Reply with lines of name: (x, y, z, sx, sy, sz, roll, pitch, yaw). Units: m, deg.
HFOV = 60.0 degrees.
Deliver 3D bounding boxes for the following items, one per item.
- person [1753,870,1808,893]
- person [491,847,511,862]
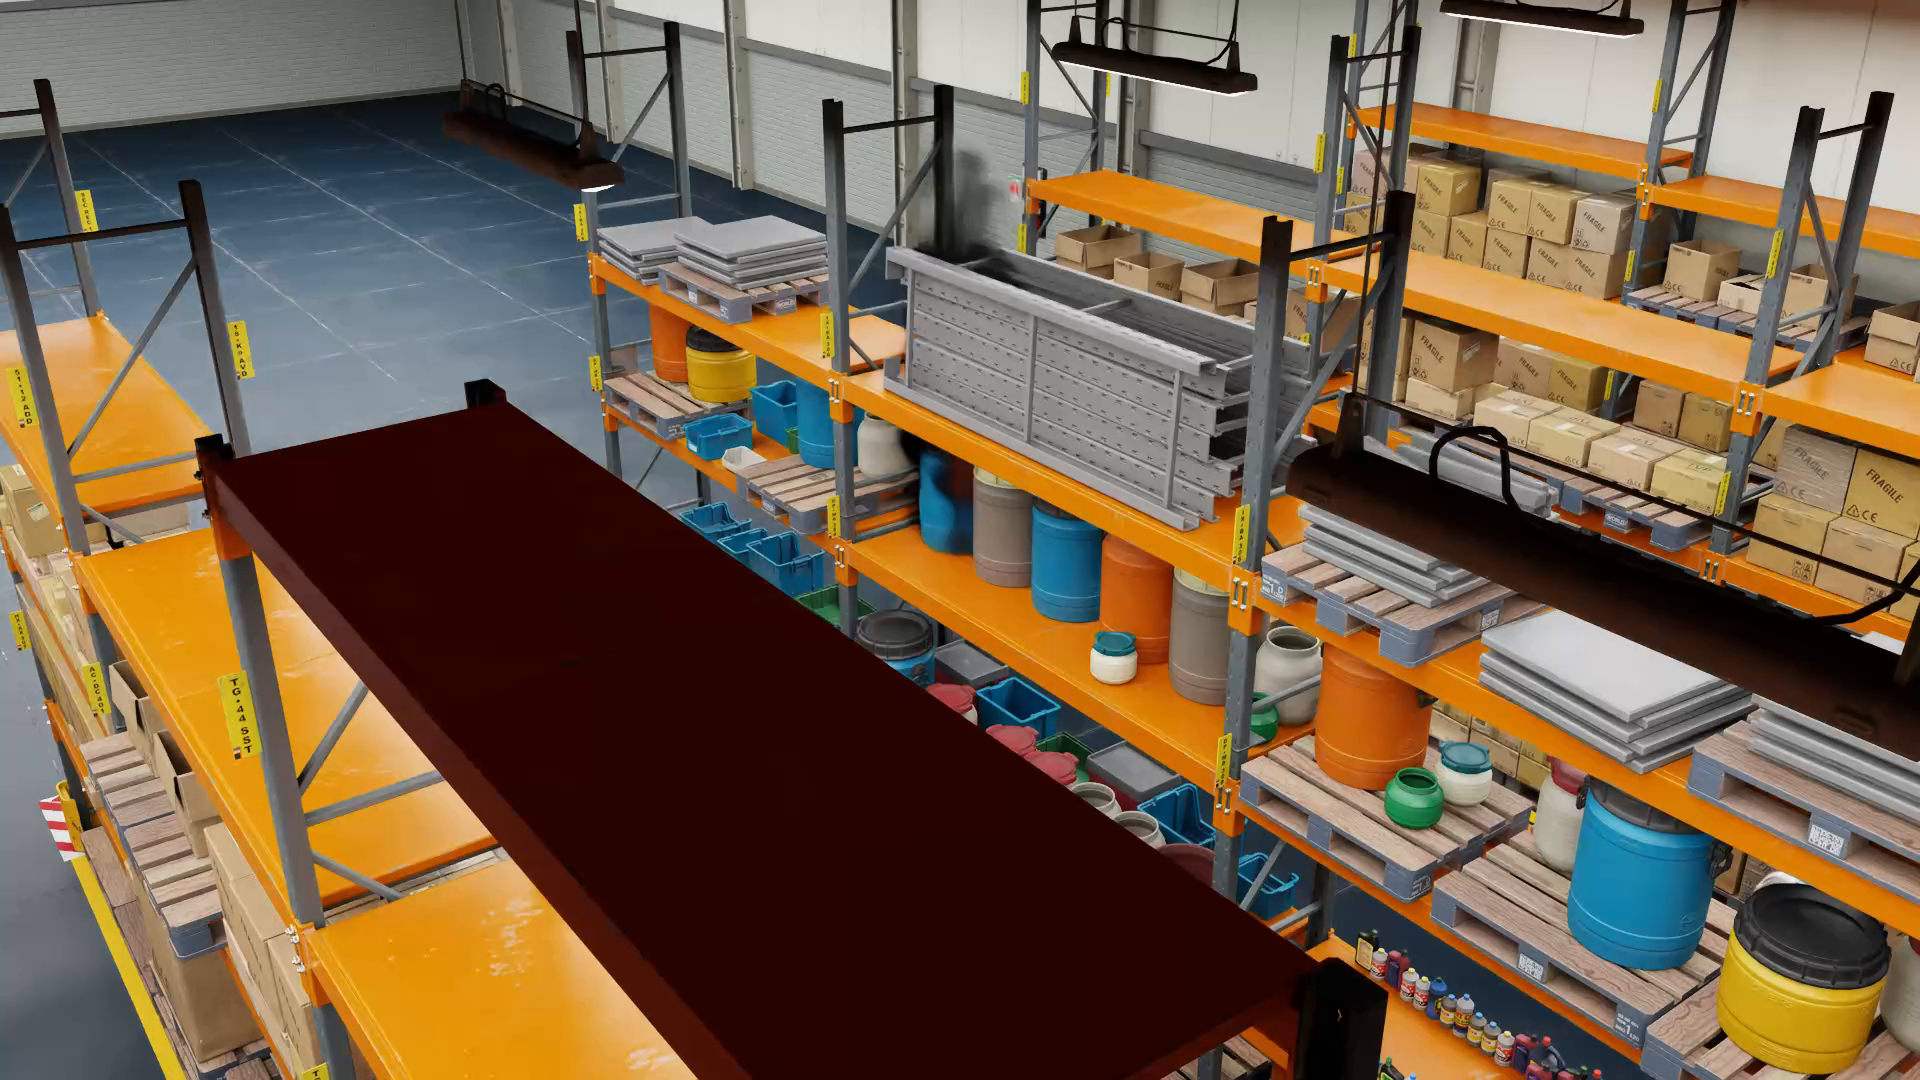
person: (5.494, 2.713, 11.052, 0.685, 1.756, 0.679, -17, 30, -32)
person: (-3.177, 2.158, 11.745, 0.606, 1.621, 0.534, -16, 29, -31)
